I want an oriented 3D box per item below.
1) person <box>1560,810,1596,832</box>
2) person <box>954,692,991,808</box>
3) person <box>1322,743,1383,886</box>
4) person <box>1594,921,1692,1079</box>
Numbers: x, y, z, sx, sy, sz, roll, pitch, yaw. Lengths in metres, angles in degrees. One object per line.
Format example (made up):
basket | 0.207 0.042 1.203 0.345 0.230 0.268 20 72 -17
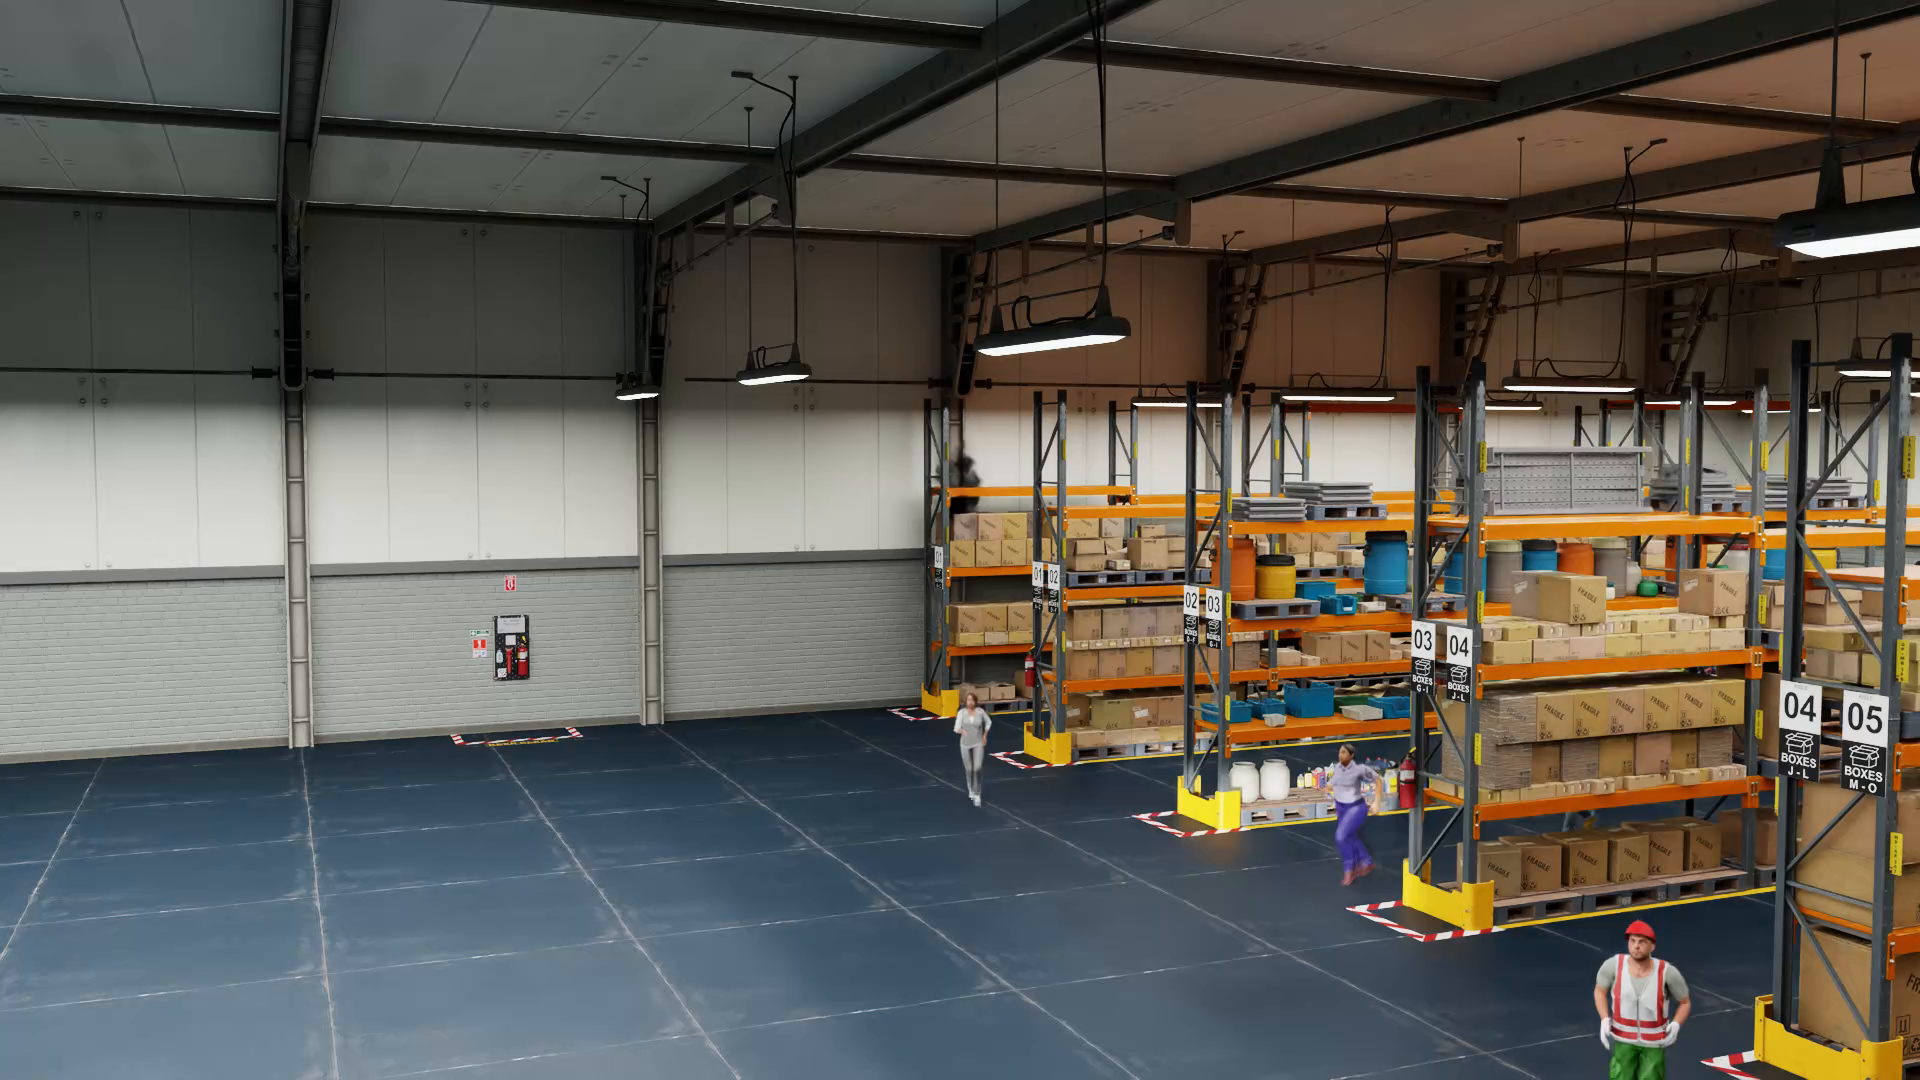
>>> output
person | 7.910 3.005 21.424 0.958 1.761 0.693 -2 4 -34
person | 0.172 2.976 23.693 0.513 1.634 0.702 0 3 5
person | 4.615 3.214 19.568 0.783 1.664 0.615 -2 4 -28
person | 4.893 3.592 11.944 0.650 1.755 0.647 1 4 24
